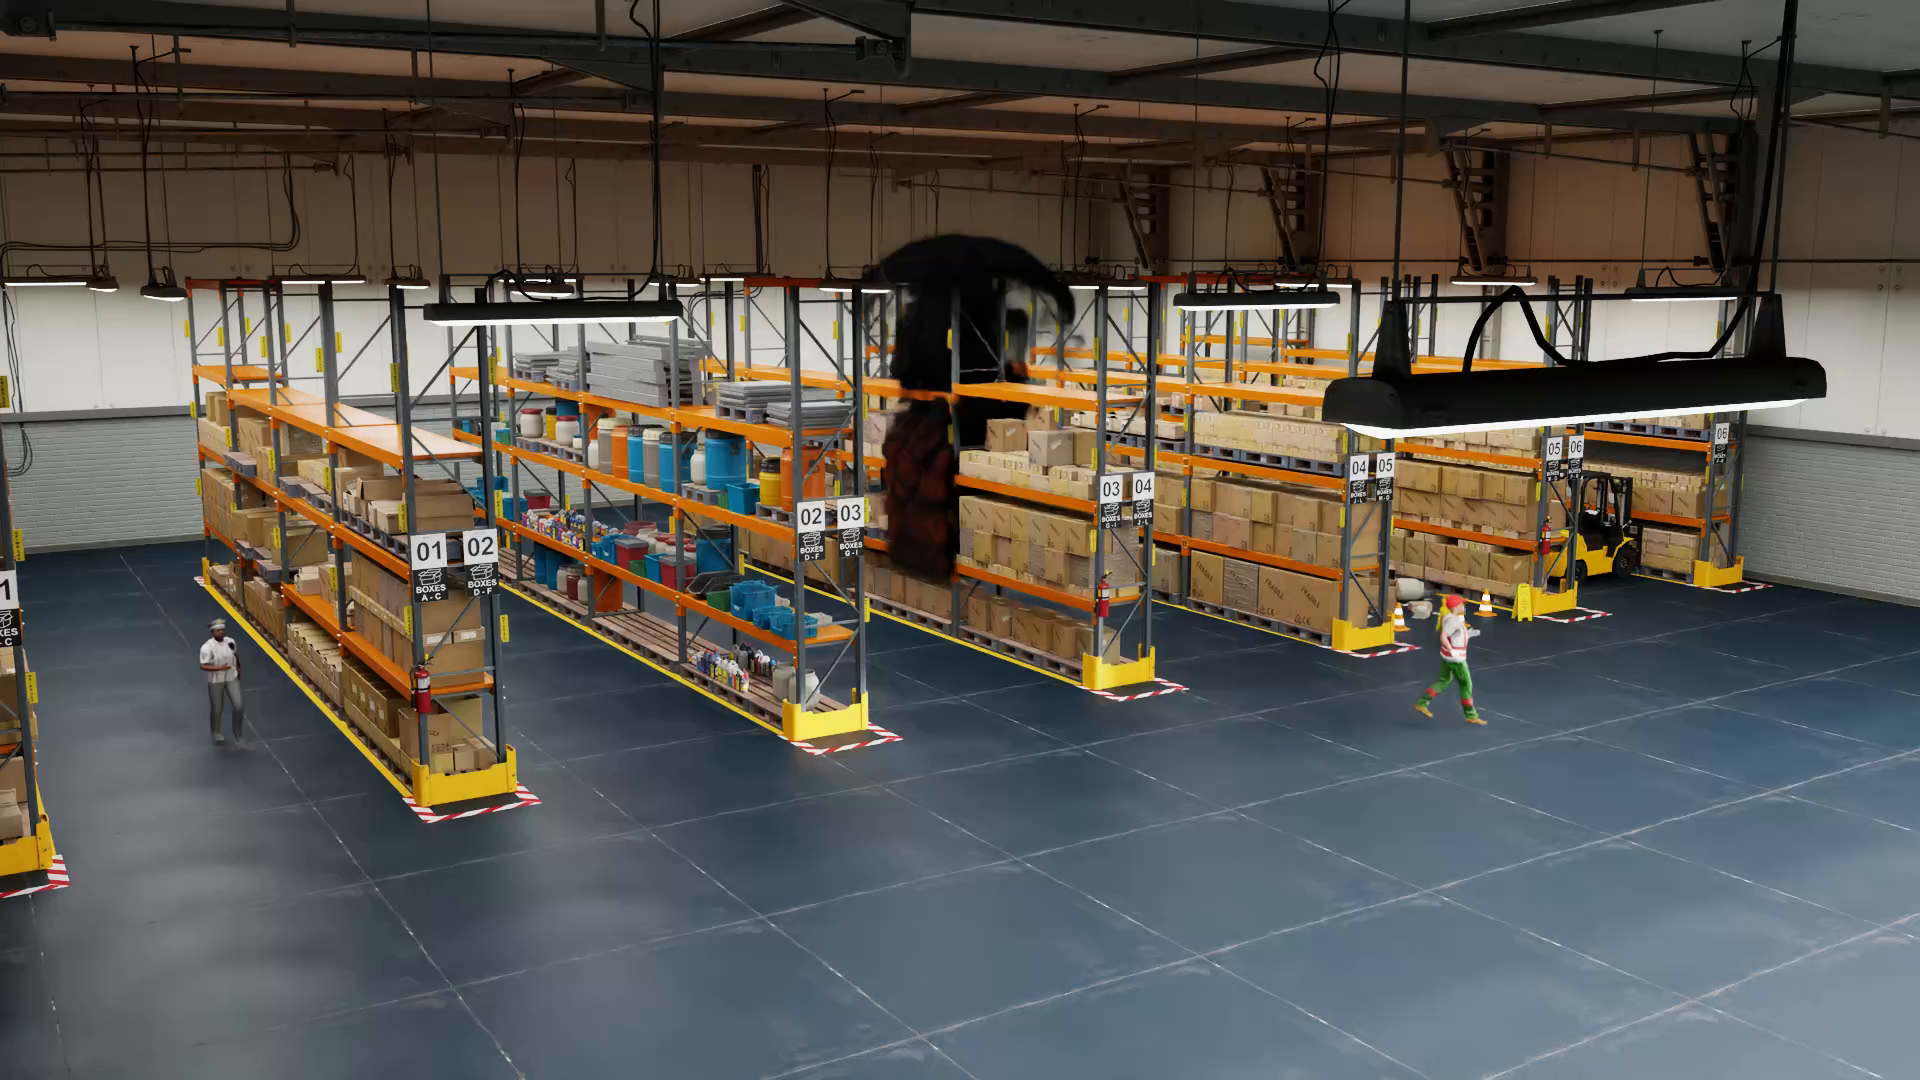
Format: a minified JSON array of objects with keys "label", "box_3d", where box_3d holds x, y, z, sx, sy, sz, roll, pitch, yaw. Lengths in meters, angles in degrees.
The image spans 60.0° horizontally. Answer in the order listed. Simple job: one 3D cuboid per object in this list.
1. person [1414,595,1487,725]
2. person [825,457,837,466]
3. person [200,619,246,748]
[{"label":"person","box_3d":[6.749,1.630,22.749,0.982,1.786,0.662,0,10,0]},{"label":"person","box_3d":[-3.137,-1.318,40.676,0.716,1.781,0.678,2,10,9]},{"label":"person","box_3d":[-9.654,1.881,21.792,0.564,1.740,0.717,-8,13,-40]}]
